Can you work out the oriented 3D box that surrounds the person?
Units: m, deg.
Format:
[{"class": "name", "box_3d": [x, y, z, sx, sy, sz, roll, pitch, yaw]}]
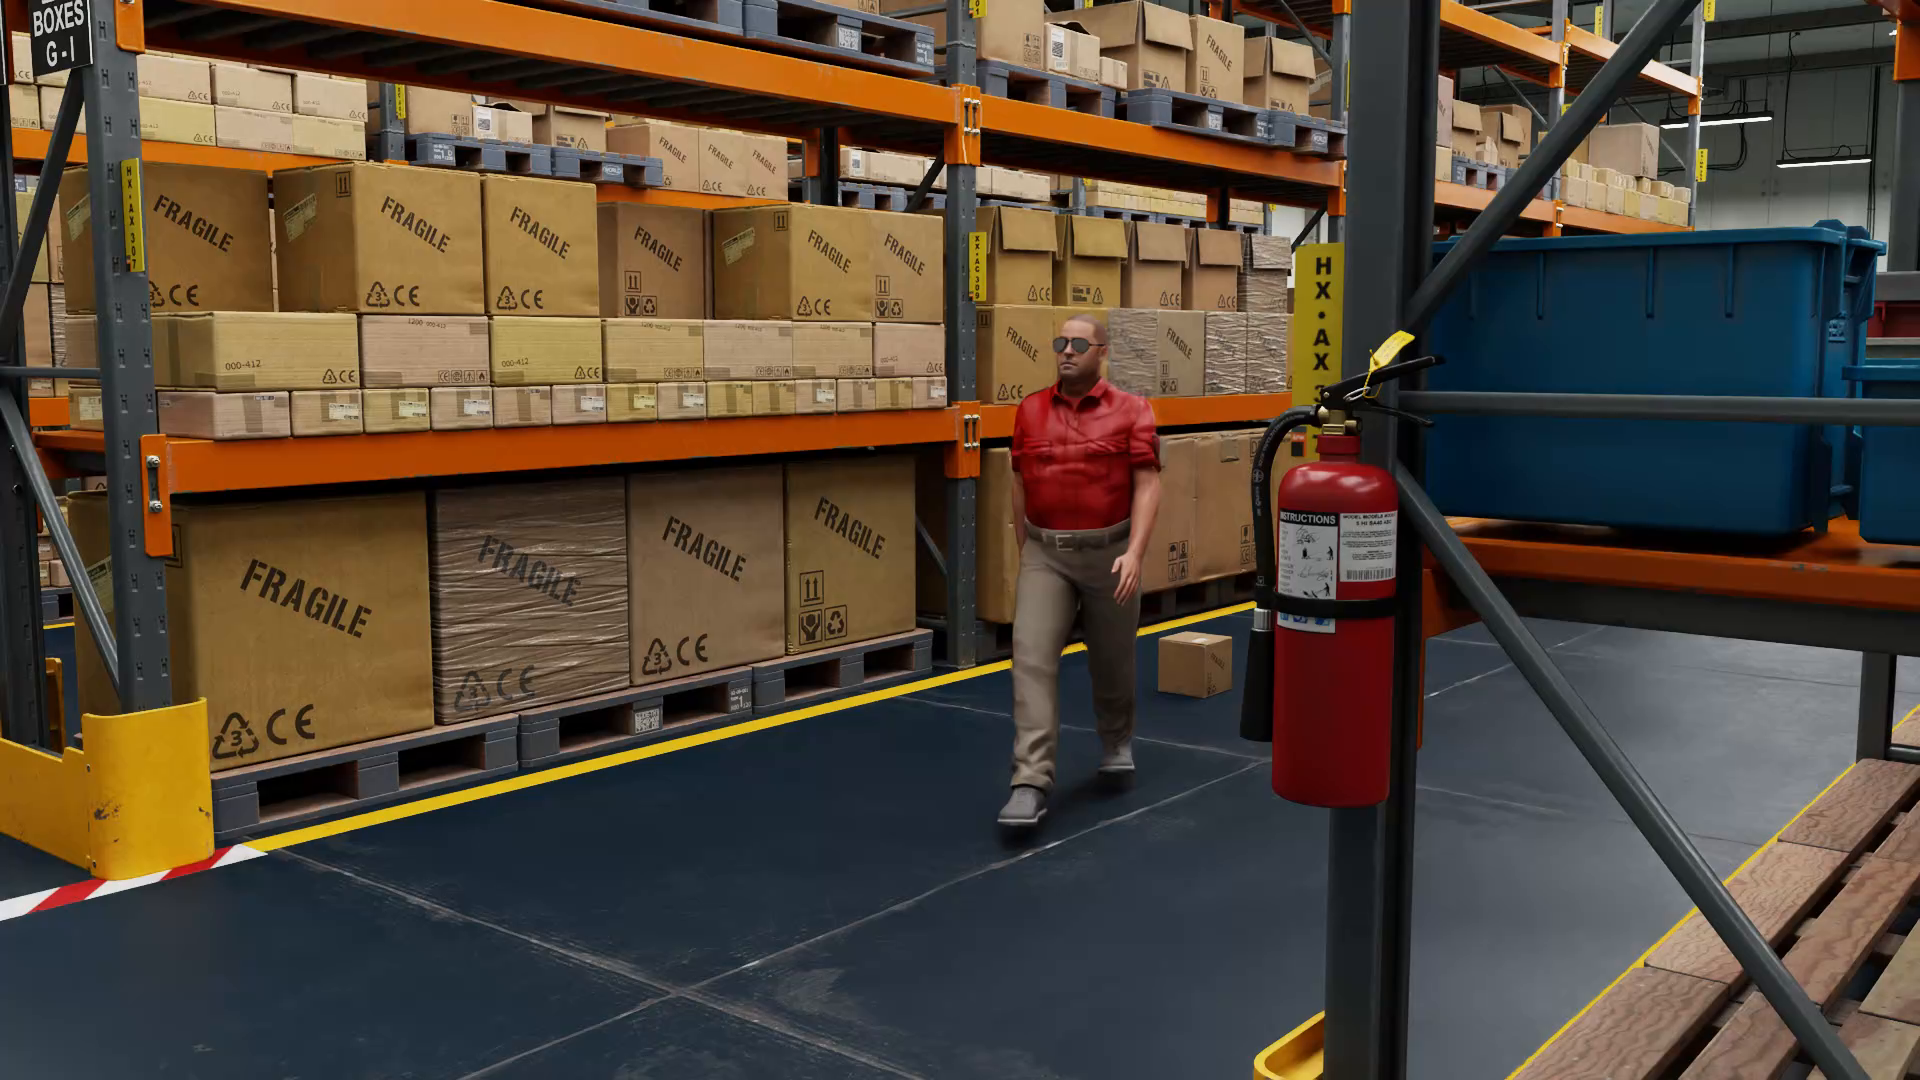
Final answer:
[{"class": "person", "box_3d": [0.404, 0.070, 5.642, 0.544, 1.663, 1.060, 2, 7, 14]}]
